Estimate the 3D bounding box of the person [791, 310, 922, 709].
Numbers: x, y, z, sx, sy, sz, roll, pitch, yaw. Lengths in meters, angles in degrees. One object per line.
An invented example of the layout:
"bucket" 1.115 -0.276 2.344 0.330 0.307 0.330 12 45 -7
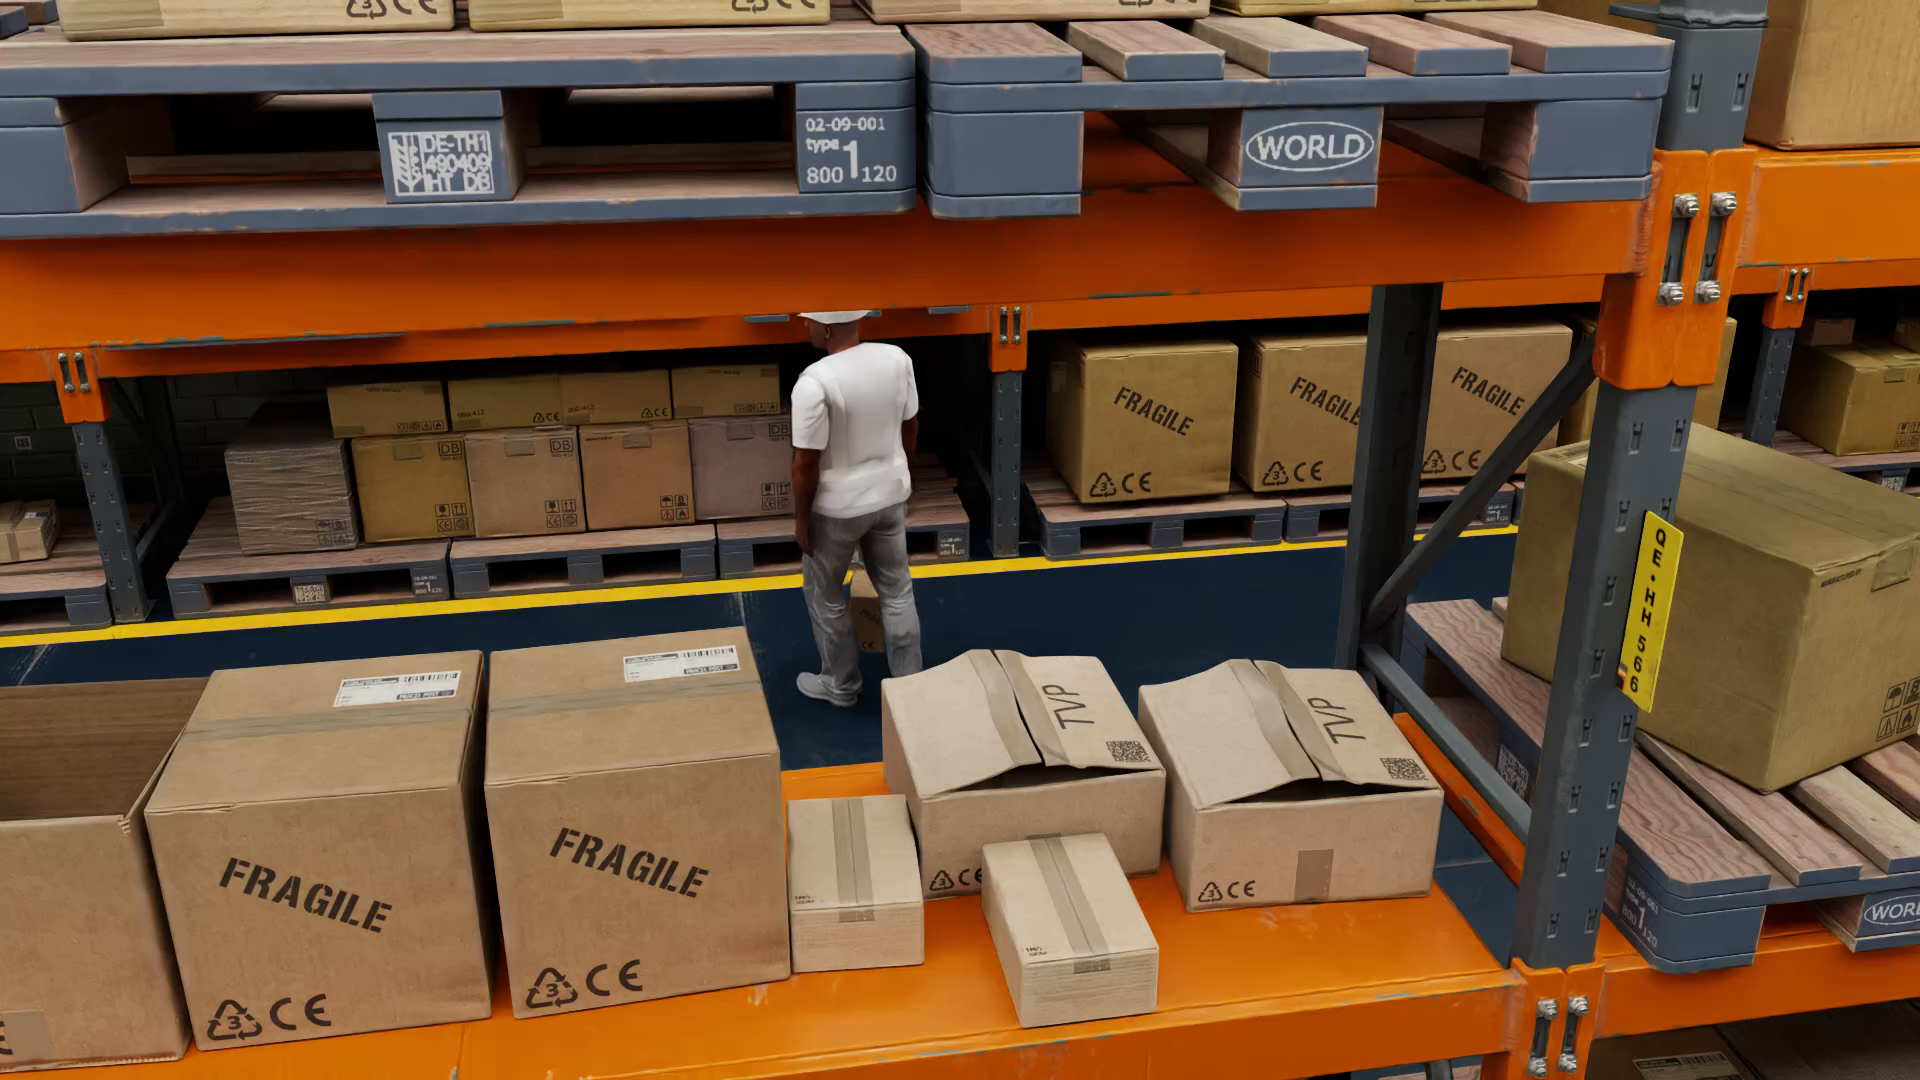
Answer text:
"person" -0.407 -0.148 6.416 0.581 1.761 0.556 -17 28 -34
